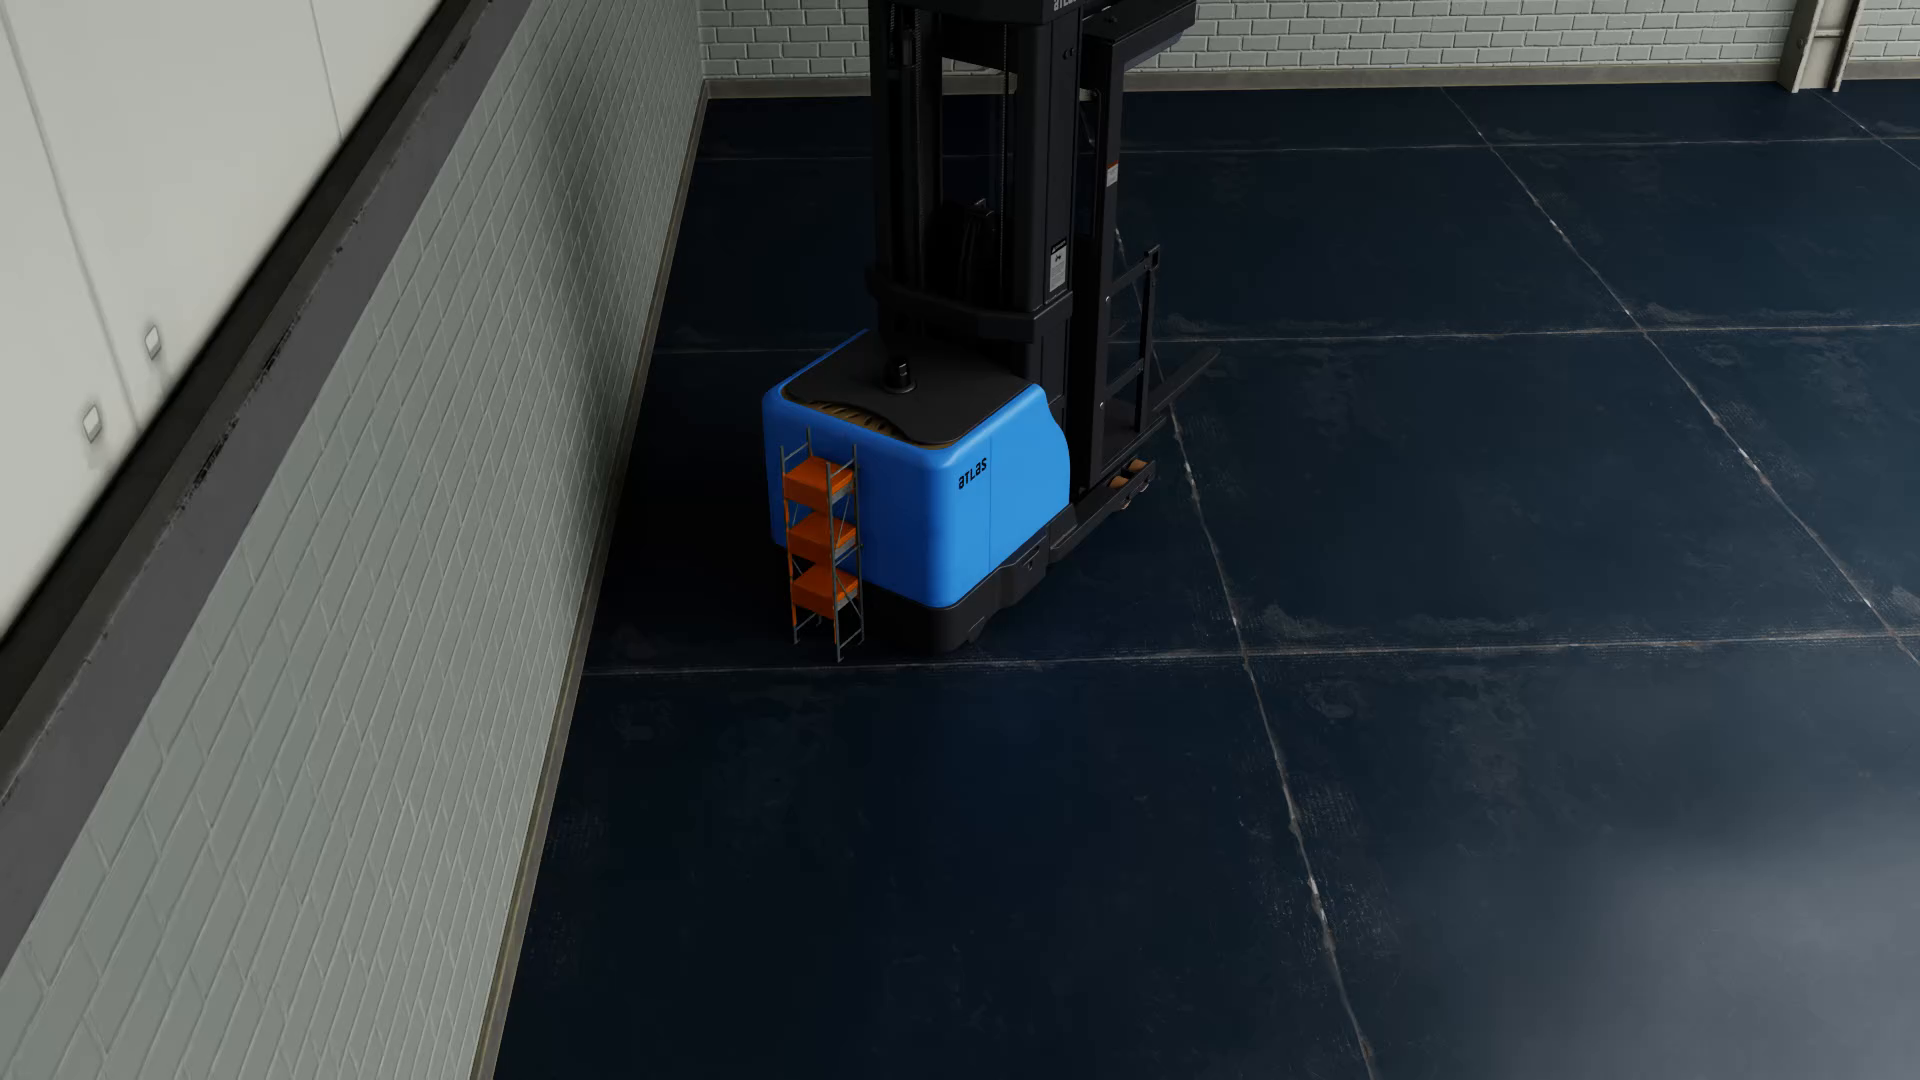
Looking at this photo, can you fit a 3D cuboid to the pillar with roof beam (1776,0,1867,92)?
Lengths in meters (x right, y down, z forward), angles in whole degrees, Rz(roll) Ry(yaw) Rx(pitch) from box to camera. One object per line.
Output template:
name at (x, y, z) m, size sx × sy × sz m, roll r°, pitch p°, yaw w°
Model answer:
pillar with roof beam at (7.144, -4.980, 7.539) m, size 0.400 × 9.000 × 9.100 m, roll -2°, pitch 35°, yaw -2°

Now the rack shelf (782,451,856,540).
rack shelf at (-0.596, -0.191, 7.124) m, size 0.240 × 0.259 × 0.215 m, roll 20°, pitch 40°, yaw 27°

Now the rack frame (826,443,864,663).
rack frame at (-0.494, 0.071, 7.224) m, size 0.008 × 1.050 × 0.200 m, roll 20°, pitch 40°, yaw 27°

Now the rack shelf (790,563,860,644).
rack shelf at (-0.596, 0.270, 7.444) m, size 0.240 × 0.259 × 0.215 m, roll 20°, pitch 40°, yaw 27°

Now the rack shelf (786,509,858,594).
rack shelf at (-0.596, 0.042, 7.285) m, size 0.240 × 0.259 × 0.215 m, roll 20°, pitch 40°, yaw 27°

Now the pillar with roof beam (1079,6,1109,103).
pillar with roof beam at (1.150, -4.819, 7.305) m, size 0.400 × 9.000 × 9.100 m, roll -2°, pitch 35°, yaw -2°

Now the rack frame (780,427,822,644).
rack frame at (-0.698, -0.005, 7.334) m, size 0.008 × 1.050 × 0.200 m, roll 20°, pitch 40°, yaw 27°

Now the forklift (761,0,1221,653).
forklift at (0.352, -1.501, 7.843) m, size 1.130 × 2.935 × 3.031 m, roll 21°, pitch 40°, yaw 27°

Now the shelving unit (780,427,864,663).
shelving unit at (-0.596, 0.033, 7.279) m, size 0.252 × 1.050 × 0.215 m, roll 20°, pitch 40°, yaw 27°
